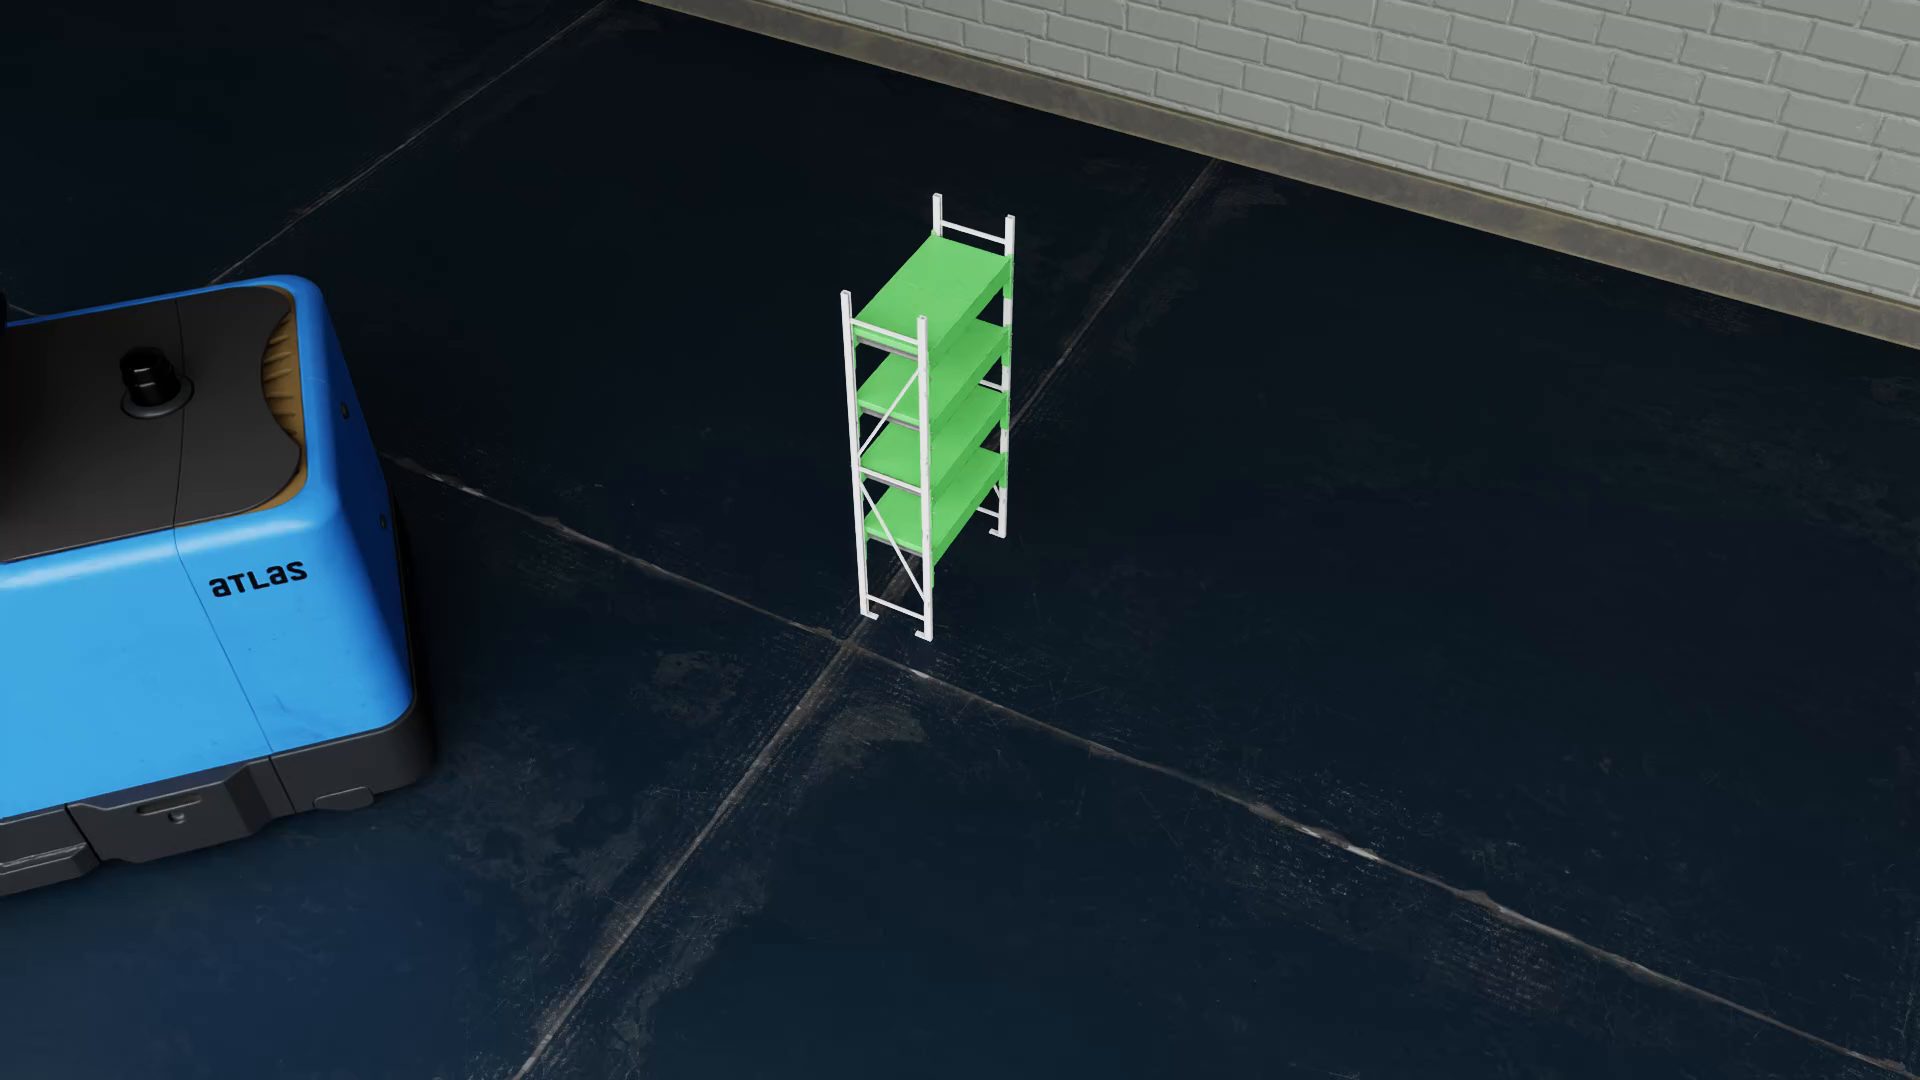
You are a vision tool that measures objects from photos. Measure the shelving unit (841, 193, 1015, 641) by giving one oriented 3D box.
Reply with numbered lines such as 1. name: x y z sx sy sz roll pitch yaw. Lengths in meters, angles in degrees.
1. shelving unit: -0.077 -0.317 4.720 0.258 1.200 0.503 20 49 19

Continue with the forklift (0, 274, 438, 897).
1. forklift: -3.010 -0.356 3.541 3.031 2.935 1.130 -13 47 -13

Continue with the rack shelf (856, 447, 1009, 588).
1. rack shelf: -0.077 -0.104 4.936 0.258 0.148 0.480 20 49 19

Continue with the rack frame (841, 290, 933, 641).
1. rack frame: -0.190 -0.164 4.568 0.240 1.200 0.015 20 49 19

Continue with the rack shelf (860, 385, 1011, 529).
1. rack shelf: -0.077 -0.273 4.766 0.258 0.148 0.480 20 49 19

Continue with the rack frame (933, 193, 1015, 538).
1. rack frame: 0.036 -0.471 4.872 0.240 1.200 0.015 20 49 19

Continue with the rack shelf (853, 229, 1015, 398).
1. rack shelf: -0.077 -0.610 4.424 0.258 0.148 0.480 20 49 19

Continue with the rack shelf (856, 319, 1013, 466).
1. rack shelf: -0.077 -0.441 4.595 0.258 0.148 0.480 20 49 19
